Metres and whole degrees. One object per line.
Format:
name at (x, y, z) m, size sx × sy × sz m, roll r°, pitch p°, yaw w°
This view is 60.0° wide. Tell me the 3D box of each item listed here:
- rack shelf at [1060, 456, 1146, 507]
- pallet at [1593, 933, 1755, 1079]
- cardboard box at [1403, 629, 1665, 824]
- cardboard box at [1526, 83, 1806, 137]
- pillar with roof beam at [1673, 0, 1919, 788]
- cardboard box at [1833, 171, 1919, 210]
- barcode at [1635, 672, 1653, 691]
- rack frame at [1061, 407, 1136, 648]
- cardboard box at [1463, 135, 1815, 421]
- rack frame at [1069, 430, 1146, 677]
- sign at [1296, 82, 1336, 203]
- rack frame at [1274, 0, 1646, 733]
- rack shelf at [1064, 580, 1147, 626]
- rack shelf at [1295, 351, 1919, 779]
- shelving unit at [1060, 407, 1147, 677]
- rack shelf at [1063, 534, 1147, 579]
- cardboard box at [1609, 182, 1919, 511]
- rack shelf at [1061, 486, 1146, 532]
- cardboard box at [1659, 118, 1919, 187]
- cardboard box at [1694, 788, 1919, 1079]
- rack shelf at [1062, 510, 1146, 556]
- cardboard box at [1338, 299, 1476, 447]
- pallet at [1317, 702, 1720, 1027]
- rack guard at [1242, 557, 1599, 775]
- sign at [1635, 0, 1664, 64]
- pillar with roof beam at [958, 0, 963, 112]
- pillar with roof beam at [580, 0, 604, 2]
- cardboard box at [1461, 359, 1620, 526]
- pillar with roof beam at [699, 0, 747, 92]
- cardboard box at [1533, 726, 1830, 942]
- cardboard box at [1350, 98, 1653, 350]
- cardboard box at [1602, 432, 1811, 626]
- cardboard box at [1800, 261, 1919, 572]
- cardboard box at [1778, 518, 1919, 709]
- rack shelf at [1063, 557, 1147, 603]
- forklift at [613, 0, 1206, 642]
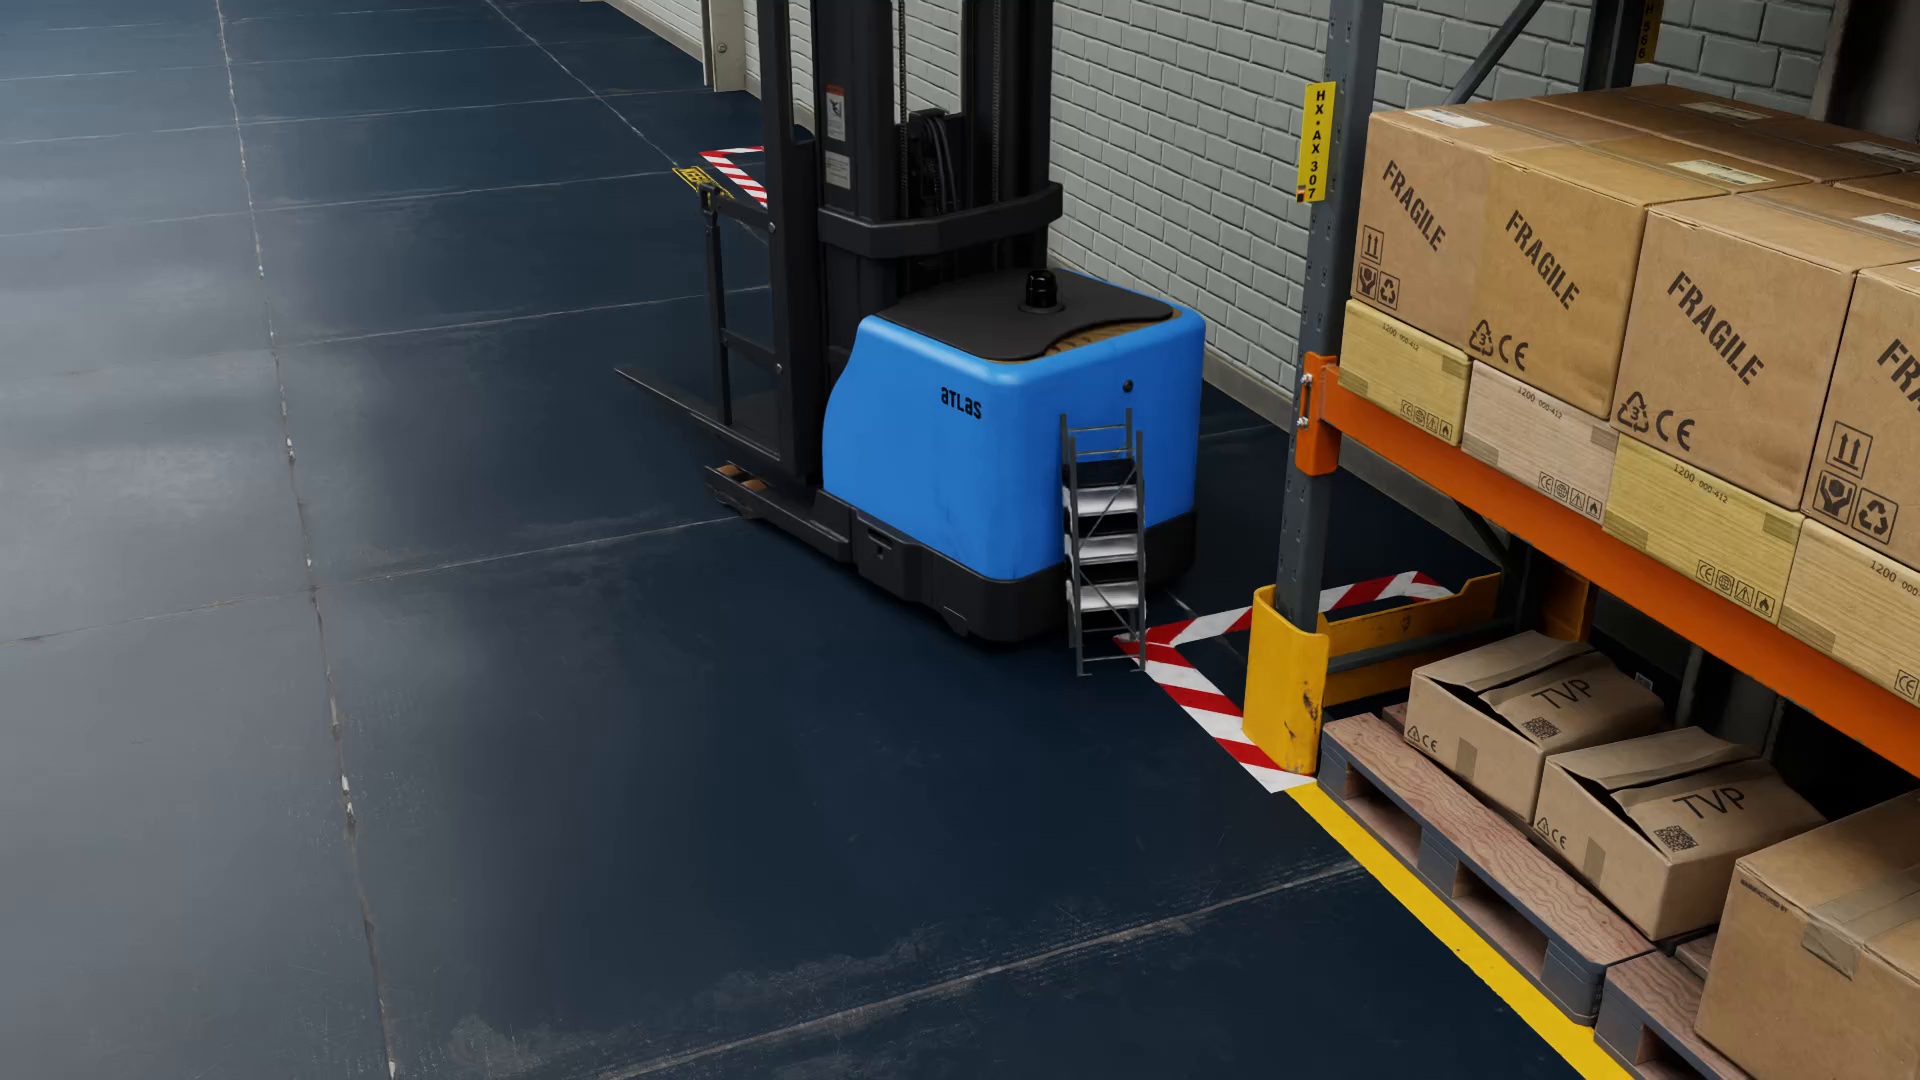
rack shelf at (0.477, -0.197, 5.571) m, size 0.258 × 0.077 × 0.200 m, roll -5°, pitch 26°, yaw -3°
pallet at (2.272, 1.309, 3.828) m, size 1.003 × 0.211 × 1.213 m, roll -11°, pitch 28°, yaw -21°
cardboard box at (1.671, 0.505, 4.860) m, size 0.500 × 0.311 × 0.500 m, roll -14°, pitch 29°, yaw -26°
cardboard box at (1.863, -0.925, 4.519) m, size 0.500 × 0.500 × 0.500 m, roll -11°, pitch 28°, yaw -21°
pillar with roof beam at (-1.408, -2.622, 1.864) m, size 9.100 × 9.000 × 0.400 m, roll -11°, pitch 28°, yaw -21°
cardboard box at (2.258, -0.512, 3.673) m, size 0.500 × 0.500 × 0.500 m, roll -11°, pitch 28°, yaw -22°
barcode at (2.046, 0.440, 4.983) m, size 0.001 × 0.075 × 0.075 m, roll -11°, pitch 28°, yaw -21°
rack frame at (0.483, -0.029, 5.766) m, size 0.240 × 0.900 × 0.006 m, roll -5°, pitch 26°, yaw -3°
cardboard box at (1.578, -0.633, 3.921) m, size 0.500 × 0.500 × 0.500 m, roll -10°, pitch 28°, yaw -20°
rack frame at (0.499, 0.059, 5.583) m, size 0.240 × 0.900 × 0.006 m, roll -5°, pitch 26°, yaw -3°
sign at (0.984, -1.096, 4.589) m, size 0.100 × 0.325 × 0.005 m, roll -11°, pitch 28°, yaw -21°
rack frame at (1.483, -0.800, 4.970) m, size 1.000 × 3.000 × 0.127 m, roll -11°, pitch 28°, yaw -21°
rack shelf at (0.504, 0.207, 5.768) m, size 0.258 × 0.077 × 0.200 m, roll -5°, pitch 26°, yaw -3°
rack shelf at (2.266, 0.331, 3.474) m, size 1.077 × 0.370 × 4.000 m, roll -11°, pitch 28°, yaw -21°
shelving unit at (0.491, 0.015, 5.675) m, size 0.258 × 0.900 × 0.210 m, roll -5°, pitch 26°, yaw -3°
rack shelf at (0.493, 0.045, 5.689) m, size 0.258 × 0.077 × 0.200 m, roll -5°, pitch 26°, yaw -3°
cardboard box at (1.775, -0.423, 3.492) m, size 0.500 × 0.500 × 0.500 m, roll -12°, pitch 28°, yaw -22°
rack shelf at (0.482, -0.117, 5.610) m, size 0.258 × 0.077 × 0.200 m, roll -5°, pitch 26°, yaw -3°
cardboard box at (2.051, -0.720, 4.099) m, size 0.500 × 0.500 × 0.500 m, roll -10°, pitch 28°, yaw -20°
cardboard box at (2.136, 0.955, 3.723) m, size 0.700 × 0.500 × 0.500 m, roll -12°, pitch 29°, yaw -24°
rack shelf at (0.488, -0.036, 5.650) m, size 0.258 × 0.077 × 0.200 m, roll -5°, pitch 26°, yaw -3°
cardboard box at (1.382, -0.490, 4.483) m, size 0.500 × 0.250 × 0.500 m, roll -11°, pitch 28°, yaw -22°
pallet at (1.799, 0.818, 4.835) m, size 1.003 × 0.211 × 1.213 m, roll -11°, pitch 28°, yaw -21°
rack guard at (1.513, 0.354, 5.456) m, size 1.175 × 0.500 × 0.348 m, roll -11°, pitch 28°, yaw -21°
sign at (2.002, -1.550, 4.825) m, size 0.100 × 0.325 × 0.005 m, roll -11°, pitch 28°, yaw -21°
pillar with roof beam at (-3.758, -5.045, 6.825) m, size 9.100 × 9.000 × 0.400 m, roll -11°, pitch 28°, yaw -21°
pillar with roof beam at (-8.457, -9.889, 16.747) m, size 9.100 × 9.000 × 0.400 m, roll -11°, pitch 28°, yaw -21°
cardboard box at (1.599, -0.283, 4.059) m, size 0.500 × 0.250 × 0.500 m, roll -11°, pitch 28°, yaw -22°
pillar with roof beam at (-6.107, -7.467, 11.786) m, size 9.100 × 9.000 × 0.400 m, roll -11°, pitch 28°, yaw -21°
cardboard box at (1.895, 0.735, 4.388) m, size 0.500 × 0.311 × 0.500 m, roll -8°, pitch 27°, yaw -16°
cardboard box at (1.394, -0.834, 4.333) m, size 0.500 × 0.500 × 0.500 m, roll -11°, pitch 28°, yaw -21°
cardboard box at (1.793, -0.076, 3.636) m, size 0.500 × 0.250 × 0.500 m, roll -11°, pitch 28°, yaw -21°
cardboard box at (1.988, -0.217, 3.069) m, size 0.500 × 0.500 × 0.500 m, roll -10°, pitch 28°, yaw -19°
cardboard box at (1.989, 0.128, 3.217) m, size 0.500 × 0.250 × 0.500 m, roll -10°, pitch 28°, yaw -20°
rack shelf at (0.499, 0.126, 5.728) m, size 0.258 × 0.077 × 0.200 m, roll -5°, pitch 26°, yaw -3°
forklift at (-0.428, -1.529, 6.541) m, size 1.130 × 2.935 × 3.031 m, roll -20°, pitch 32°, yaw -35°
